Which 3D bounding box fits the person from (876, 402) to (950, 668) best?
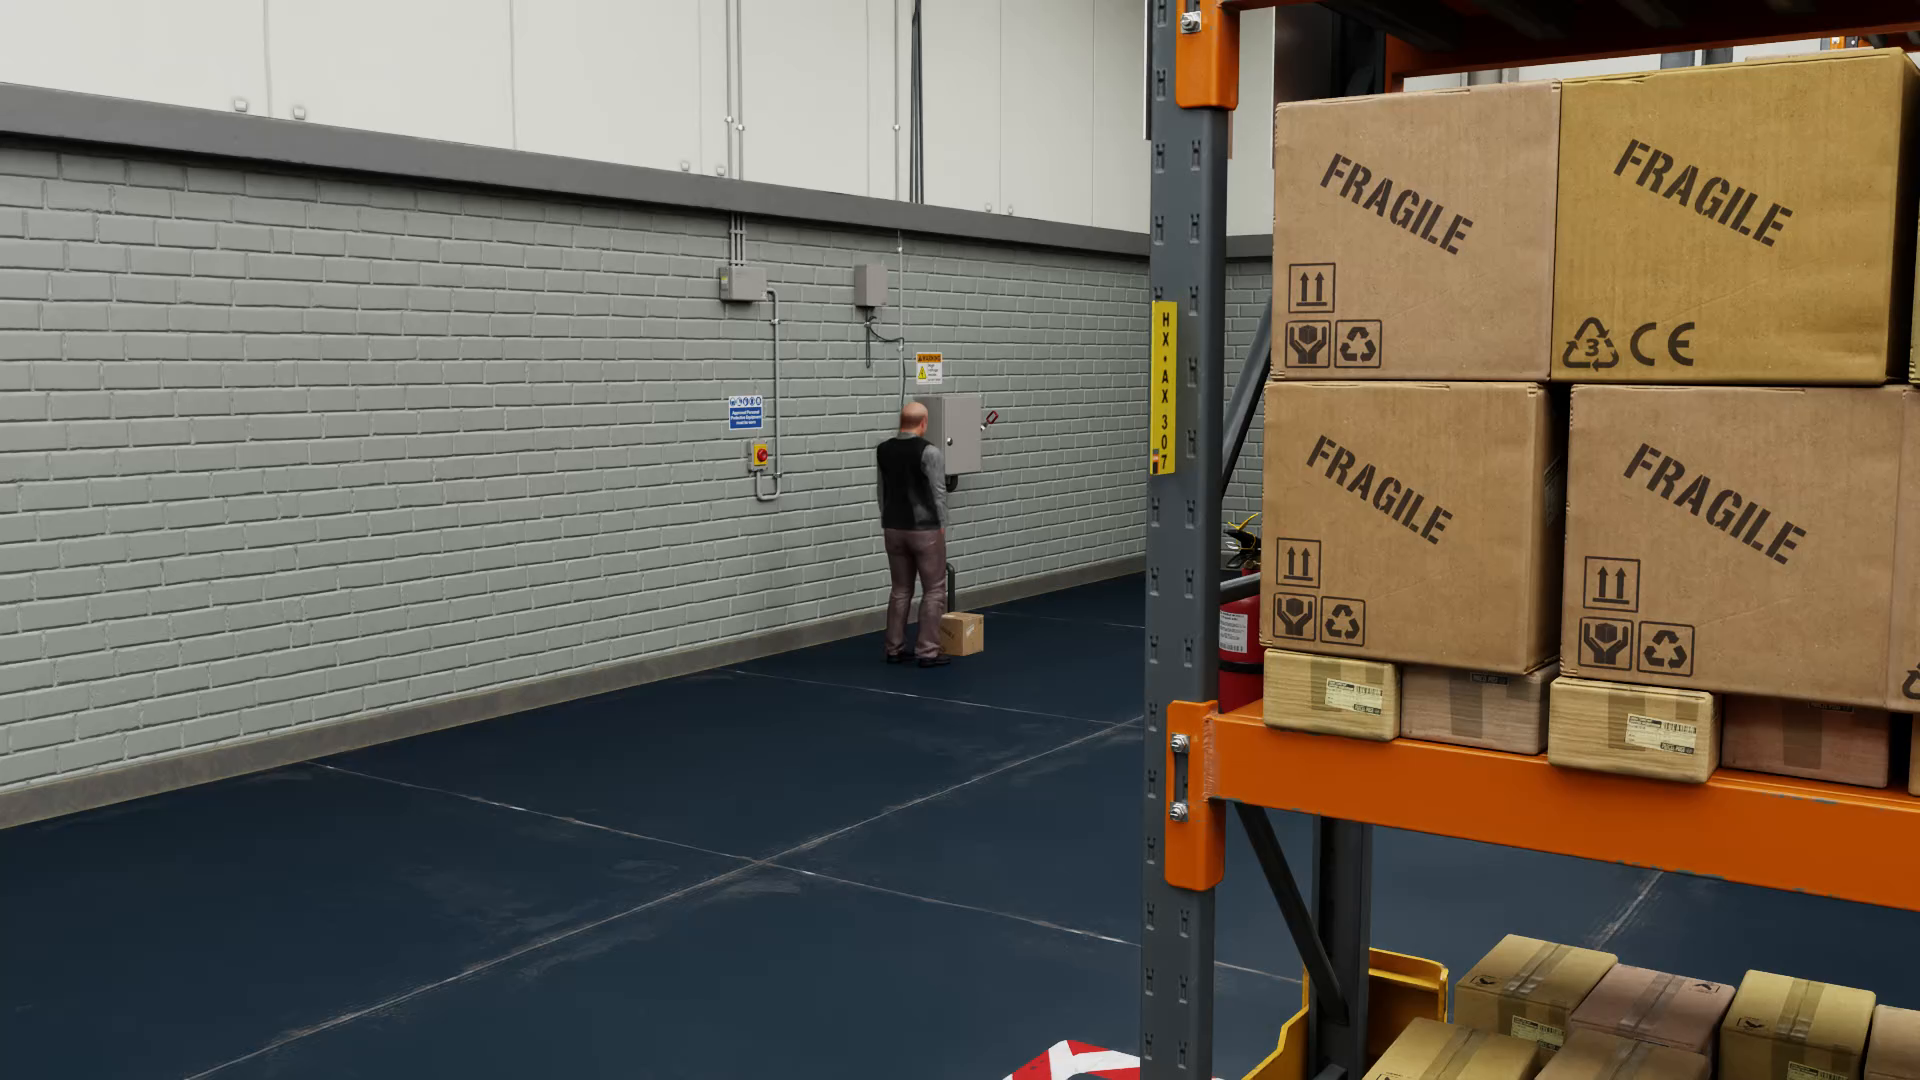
[{"bbox_3d":[-0.313,-0.039,10.831,0.538,1.708,0.354,4,8,35],"label":"person"}]
